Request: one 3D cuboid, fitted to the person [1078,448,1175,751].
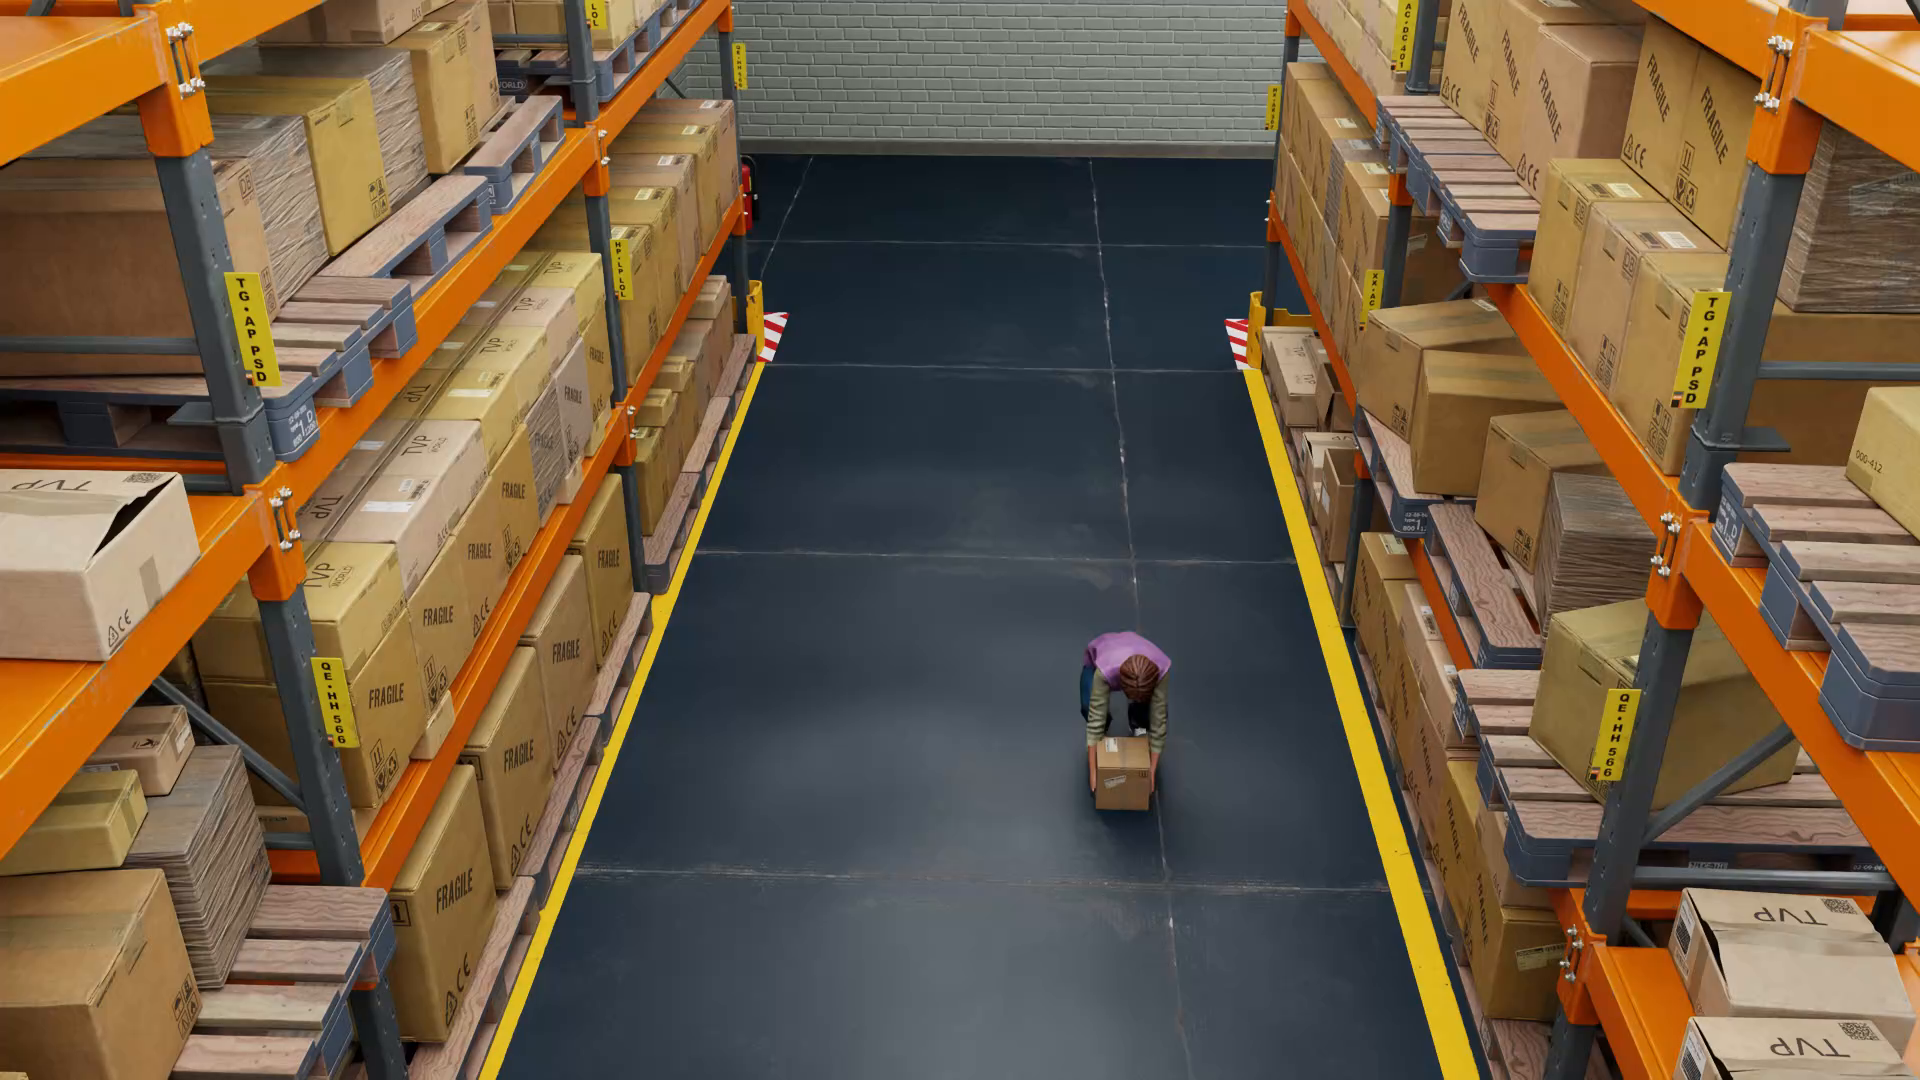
[{"bbox_3d":[0.809,0.314,8.057,0.444,1.589,0.411,1,28,1],"label":"person"}]
